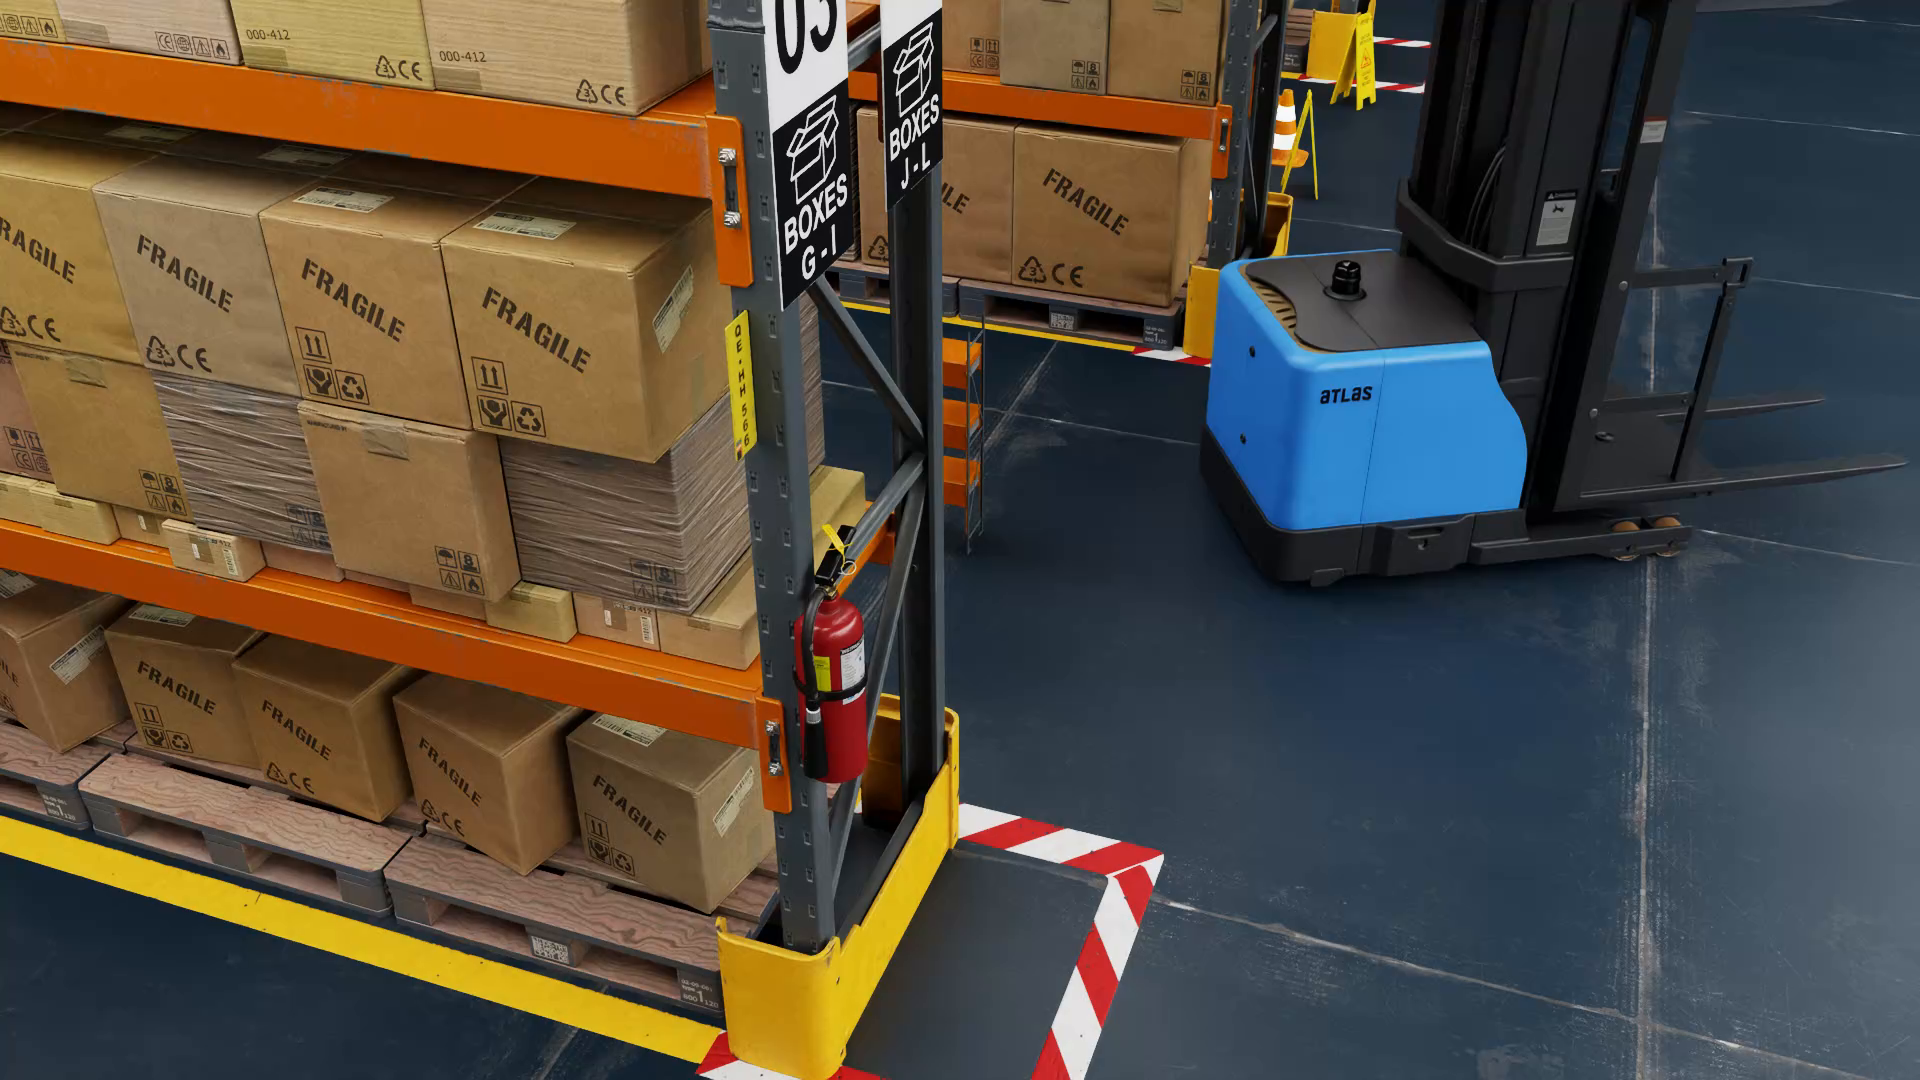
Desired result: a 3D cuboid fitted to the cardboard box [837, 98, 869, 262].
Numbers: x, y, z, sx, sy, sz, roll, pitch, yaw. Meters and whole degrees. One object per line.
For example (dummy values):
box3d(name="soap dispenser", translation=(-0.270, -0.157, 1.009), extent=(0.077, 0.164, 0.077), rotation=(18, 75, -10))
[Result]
box3d(name="cardboard box", translation=(-0.851, -2.212, 9.482), extent=(0.875, 0.875, 0.875), rotation=(11, 35, 17))

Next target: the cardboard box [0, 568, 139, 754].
box3d(name="cardboard box", translation=(-3.133, 0.340, 5.875), extent=(0.500, 0.500, 0.500), rotation=(23, 39, 31))

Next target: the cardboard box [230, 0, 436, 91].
box3d(name="cardboard box", translation=(-1.283, -1.242, 3.780), extent=(0.500, 0.250, 0.500), rotation=(11, 35, 17))

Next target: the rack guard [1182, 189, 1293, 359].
box3d(name="rack guard", translation=(1.518, -1.456, 9.044), extent=(0.348, 0.500, 1.175), rotation=(11, 34, 16))

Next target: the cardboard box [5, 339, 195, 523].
box3d(name="cardboard box", translation=(-2.215, -0.519, 4.922), extent=(0.500, 0.500, 0.875), rotation=(11, 34, 16))

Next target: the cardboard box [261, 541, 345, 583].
box3d(name="cardboard box", translation=(-1.793, -0.058, 4.805), extent=(0.250, 0.149, 0.380), rotation=(11, 34, 16))

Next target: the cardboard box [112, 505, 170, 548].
box3d(name="cardboard box", translation=(-2.270, -0.139, 4.932), extent=(0.250, 0.149, 0.380), rotation=(11, 34, 16))

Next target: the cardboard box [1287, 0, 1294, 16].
box3d(name="cardboard box", translation=(2.405, -4.366, 13.395), extent=(0.500, 0.250, 0.500), rotation=(11, 34, 16))

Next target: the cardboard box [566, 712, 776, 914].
box3d(name="cardboard box", translation=(-0.855, 0.755, 5.233), extent=(0.500, 0.500, 0.500), rotation=(18, 37, 25))

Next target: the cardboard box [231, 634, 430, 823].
box3d(name="cardboard box", translation=(-2.012, 0.539, 5.568), extent=(0.500, 0.500, 0.500), rotation=(14, 35, 21))

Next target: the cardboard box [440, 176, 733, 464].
box3d(name="cardboard box", translation=(-0.874, -0.558, 4.060), extent=(0.500, 0.500, 0.500), rotation=(11, 34, 16))

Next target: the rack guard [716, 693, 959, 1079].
box3d(name="rack guard", translation=(-0.344, 1.040, 5.178), extent=(0.348, 0.500, 1.175), rotation=(11, 34, 16))

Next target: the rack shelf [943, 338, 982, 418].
box3d(name="rack shelf", translation=(-0.050, -0.680, 6.832), extent=(0.240, 0.259, 0.215), rotation=(11, 34, 16))

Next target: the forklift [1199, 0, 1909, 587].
box3d(name="forklift", translation=(2.663, -1.418, 6.743), extent=(3.031, 2.935, 1.130), rotation=(-6, 33, -9))

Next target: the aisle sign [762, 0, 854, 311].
box3d(name="aisle sign", translation=(-0.316, -0.924, 3.519), extent=(0.004, 0.787, 0.394), rotation=(11, 34, 16))

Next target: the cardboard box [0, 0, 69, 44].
box3d(name="cardboard box", translation=(-2.238, -1.429, 4.071), extent=(0.500, 0.250, 0.500), rotation=(10, 34, 16))

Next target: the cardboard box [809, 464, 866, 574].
box3d(name="cardboard box", translation=(-0.461, -0.064, 4.816), extent=(0.250, 0.149, 0.380), rotation=(11, 34, 16))

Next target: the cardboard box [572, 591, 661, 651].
box3d(name="cardboard box", translation=(-0.846, 0.117, 4.535), extent=(0.250, 0.149, 0.380), rotation=(11, 34, 16))

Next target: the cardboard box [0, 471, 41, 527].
box3d(name="cardboard box", translation=(-2.752, -0.213, 5.047), extent=(0.250, 0.149, 0.380), rotation=(11, 34, 16))

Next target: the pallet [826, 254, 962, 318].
box3d(name="pallet", translation=(-0.428, -1.669, 9.641), extent=(1.213, 0.211, 1.003), rotation=(11, 34, 16))

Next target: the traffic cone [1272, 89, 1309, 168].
box3d(name="traffic cone", translation=(2.176, -2.781, 11.131), extent=(0.334, 0.463, 0.336), rotation=(11, 34, 16))

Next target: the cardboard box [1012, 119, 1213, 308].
box3d(name="cardboard box", translation=(0.835, -1.884, 8.975), extent=(0.875, 0.875, 0.875), rotation=(11, 35, 17))

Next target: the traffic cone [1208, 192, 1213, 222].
box3d(name="traffic cone", translation=(1.475, -2.267, 10.334), extent=(0.334, 0.463, 0.336), rotation=(11, 34, 16))

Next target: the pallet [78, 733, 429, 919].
box3d(name="pallet", translation=(-2.242, 0.771, 5.862), extent=(1.213, 0.211, 1.003), rotation=(11, 34, 16))

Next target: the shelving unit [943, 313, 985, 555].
box3d(name="shelving unit", translation=(-0.050, -0.451, 6.980), extent=(0.252, 1.050, 0.215), rotation=(11, 34, 16))

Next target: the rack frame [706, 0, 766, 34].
box3d(name="rack frame", translation=(-0.273, -2.516, 2.851), extent=(0.127, 3.000, 1.000), rotation=(11, 34, 16))

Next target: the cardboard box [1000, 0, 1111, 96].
box3d(name="cardboard box", translation=(0.606, -2.707, 8.540), extent=(0.550, 0.550, 0.875), rotation=(11, 34, 16))

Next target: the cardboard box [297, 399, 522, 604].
box3d(name="cardboard box", translation=(-1.292, -0.308, 4.595), extent=(0.500, 0.500, 0.875), rotation=(11, 34, 16))

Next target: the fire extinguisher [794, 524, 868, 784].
box3d(name="fire extinguisher", translation=(-0.320, 0.293, 4.103), extent=(0.183, 0.674, 0.296), rotation=(11, 34, 16))

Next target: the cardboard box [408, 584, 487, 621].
box3d(name="cardboard box", translation=(-1.329, 0.044, 4.649), extent=(0.250, 0.149, 0.380), rotation=(11, 34, 16))

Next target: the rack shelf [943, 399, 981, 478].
box3d(name="rack shelf", translation=(-0.050, -0.442, 6.986), extent=(0.240, 0.259, 0.215), rotation=(11, 34, 16))

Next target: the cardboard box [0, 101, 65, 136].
box3d(name="cardboard box", translation=(-2.759, -0.920, 4.622), extent=(0.500, 0.500, 0.500), rotation=(11, 34, 16))

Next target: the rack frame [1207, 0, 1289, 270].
box3d(name="rack frame", translation=(1.496, -2.510, 8.372), extent=(0.127, 3.000, 1.000), rotation=(11, 34, 16))

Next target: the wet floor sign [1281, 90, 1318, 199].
box3d(name="wet floor sign", translation=(2.191, -2.527, 10.569), extent=(0.232, 0.644, 0.267), rotation=(5, 33, 8))

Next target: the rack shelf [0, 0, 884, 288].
box3d(name="rack shelf", translation=(-2.155, -1.320, 4.427), extent=(4.000, 0.370, 1.077), rotation=(11, 34, 16))

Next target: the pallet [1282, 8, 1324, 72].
box3d(name="pallet", translation=(2.246, -4.065, 13.352), extent=(1.213, 0.211, 1.003), rotation=(11, 34, 16))

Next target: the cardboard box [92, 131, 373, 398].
box3d(name="cardboard box", translation=(-1.816, -0.739, 4.341), extent=(0.500, 0.500, 0.500), rotation=(11, 34, 16))
